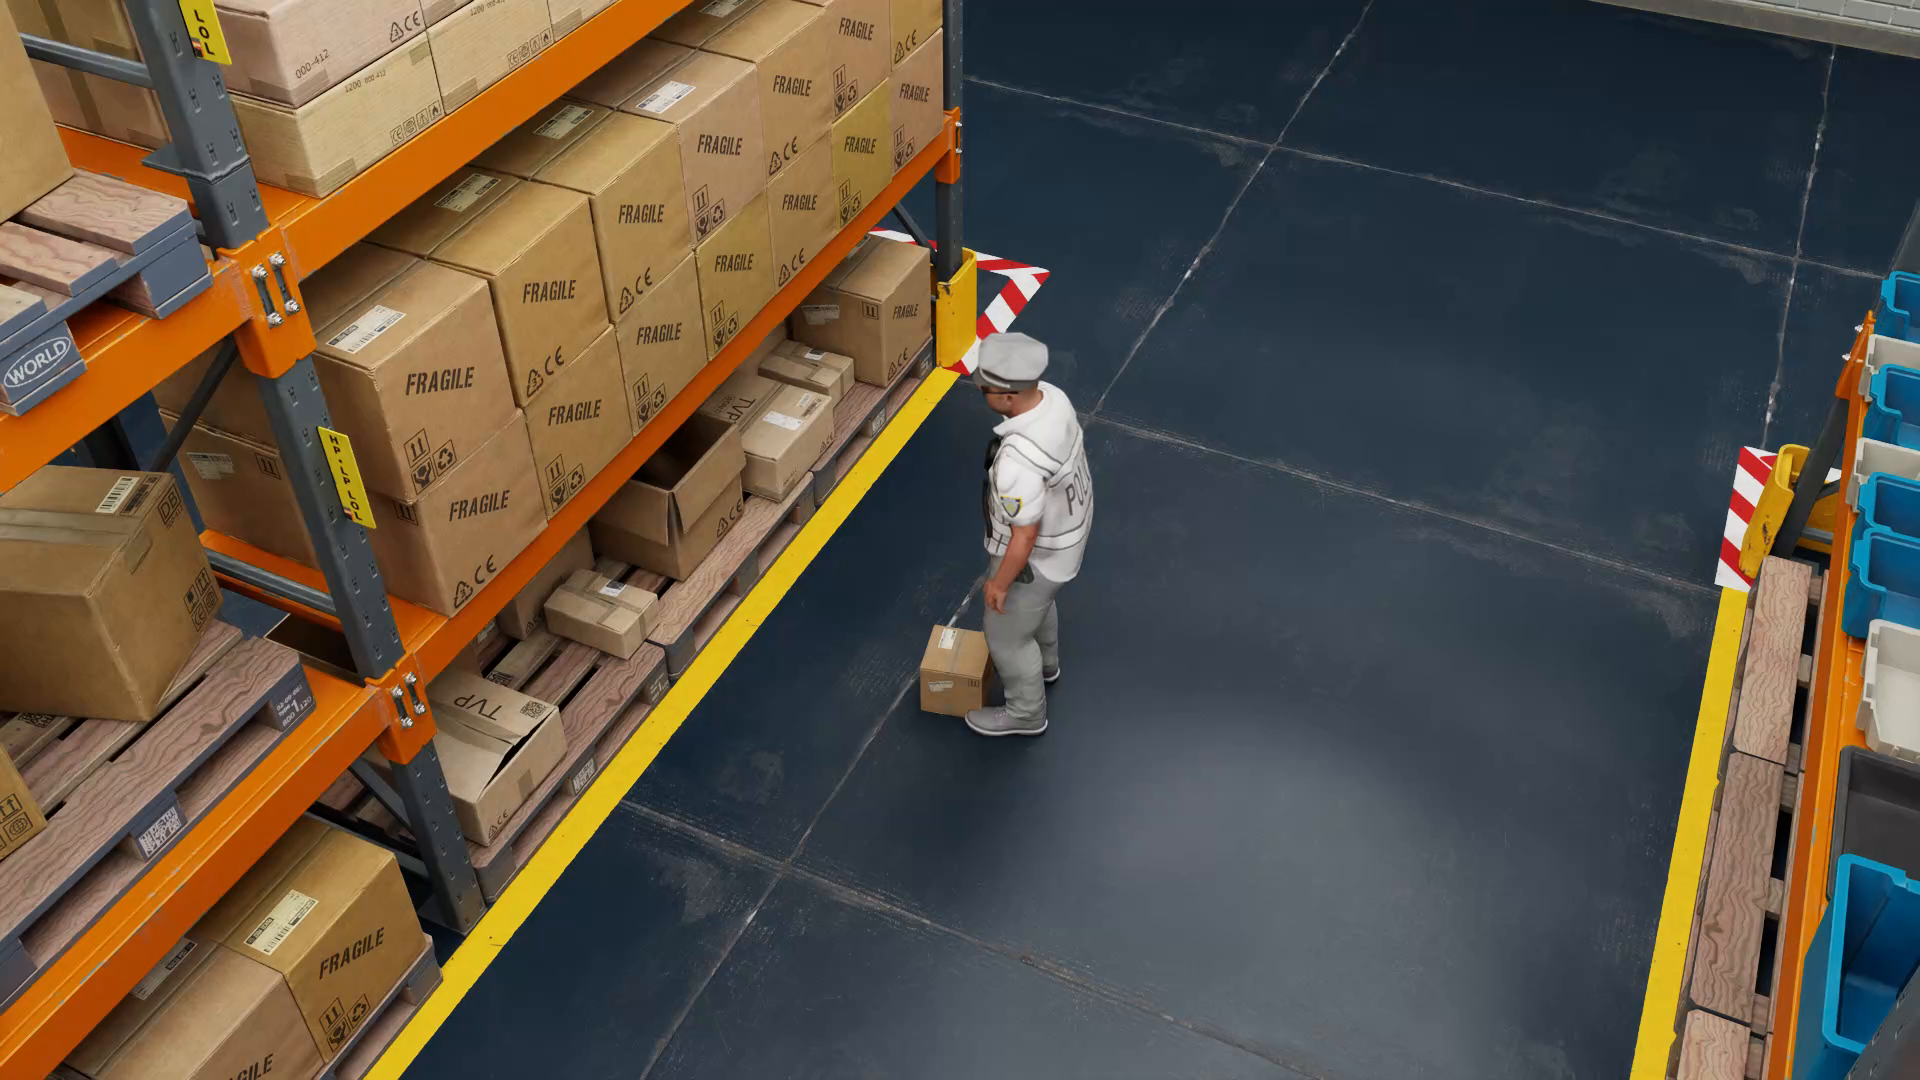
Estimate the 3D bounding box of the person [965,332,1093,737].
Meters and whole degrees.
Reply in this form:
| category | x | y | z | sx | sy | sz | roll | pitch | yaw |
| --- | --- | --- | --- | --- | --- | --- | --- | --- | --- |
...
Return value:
| category | x | y | z | sx | sy | sz | roll | pitch | yaw |
| --- | --- | --- | --- | --- | --- | --- | --- | --- | --- |
| person | 0.257 | 0.010 | 6.142 | 0.434 | 1.749 | 0.585 | 10 | 43 | 12 |
